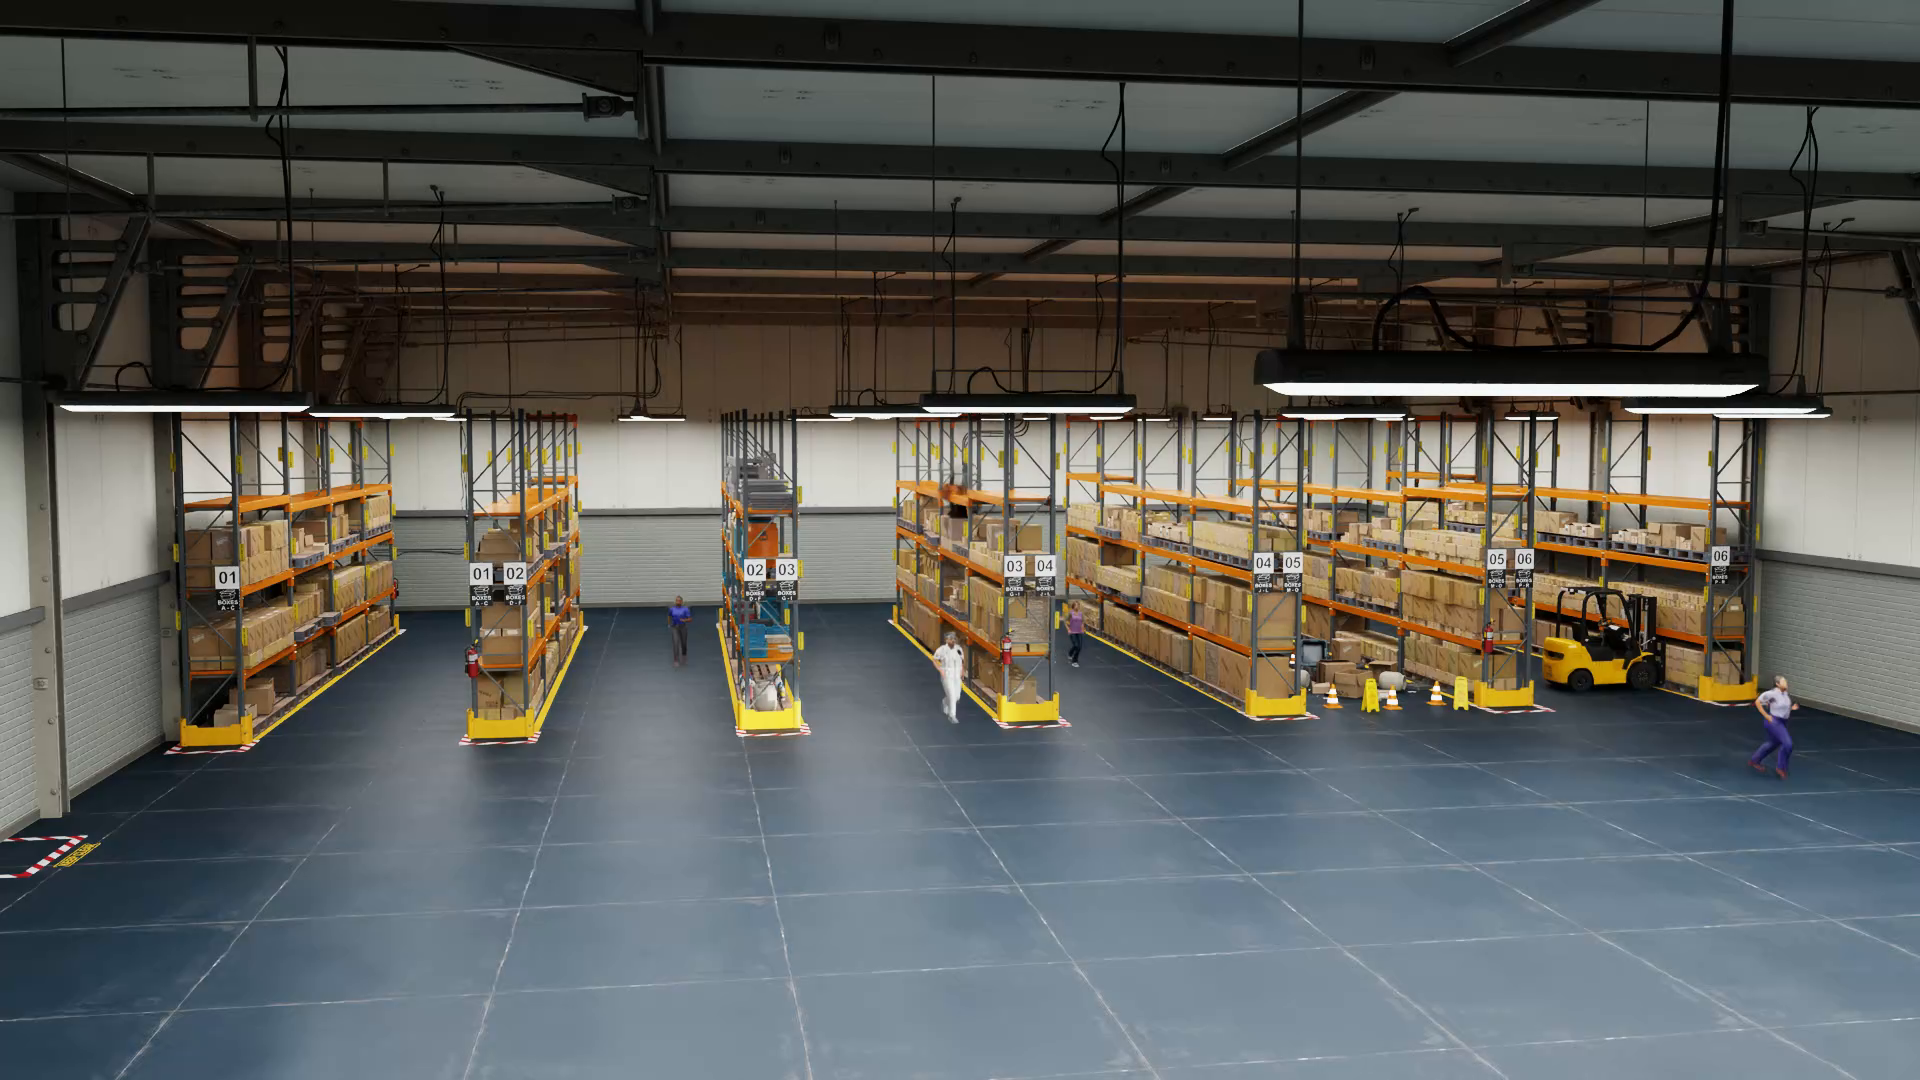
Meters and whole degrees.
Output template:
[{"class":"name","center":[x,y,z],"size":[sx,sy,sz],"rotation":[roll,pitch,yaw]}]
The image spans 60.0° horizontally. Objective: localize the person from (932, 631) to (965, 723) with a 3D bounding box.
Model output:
[{"class":"person","center":[-0.206,2.622,32.081],"size":[0.655,1.767,0.673],"rotation":[-2,5,-28]}]

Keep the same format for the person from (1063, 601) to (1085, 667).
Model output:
[{"class":"person","center":[2.728,2.213,39.187],"size":[0.503,1.559,0.493],"rotation":[-1,4,-17]}]

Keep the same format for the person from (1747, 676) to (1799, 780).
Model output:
[{"class":"person","center":[13.231,3.043,27.065],"size":[0.586,1.704,0.768],"rotation":[-4,6,-44]}]

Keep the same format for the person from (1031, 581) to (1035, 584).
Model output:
[{"class":"person","center":[2.068,1.576,46.764],"size":[0.678,1.836,0.809],"rotation":[-1,4,-9]}]

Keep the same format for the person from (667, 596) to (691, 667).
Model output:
[{"class":"person","center":[-6.647,2.139,39.348],"size":[0.581,1.635,0.932],"rotation":[0,4,-6]}]
